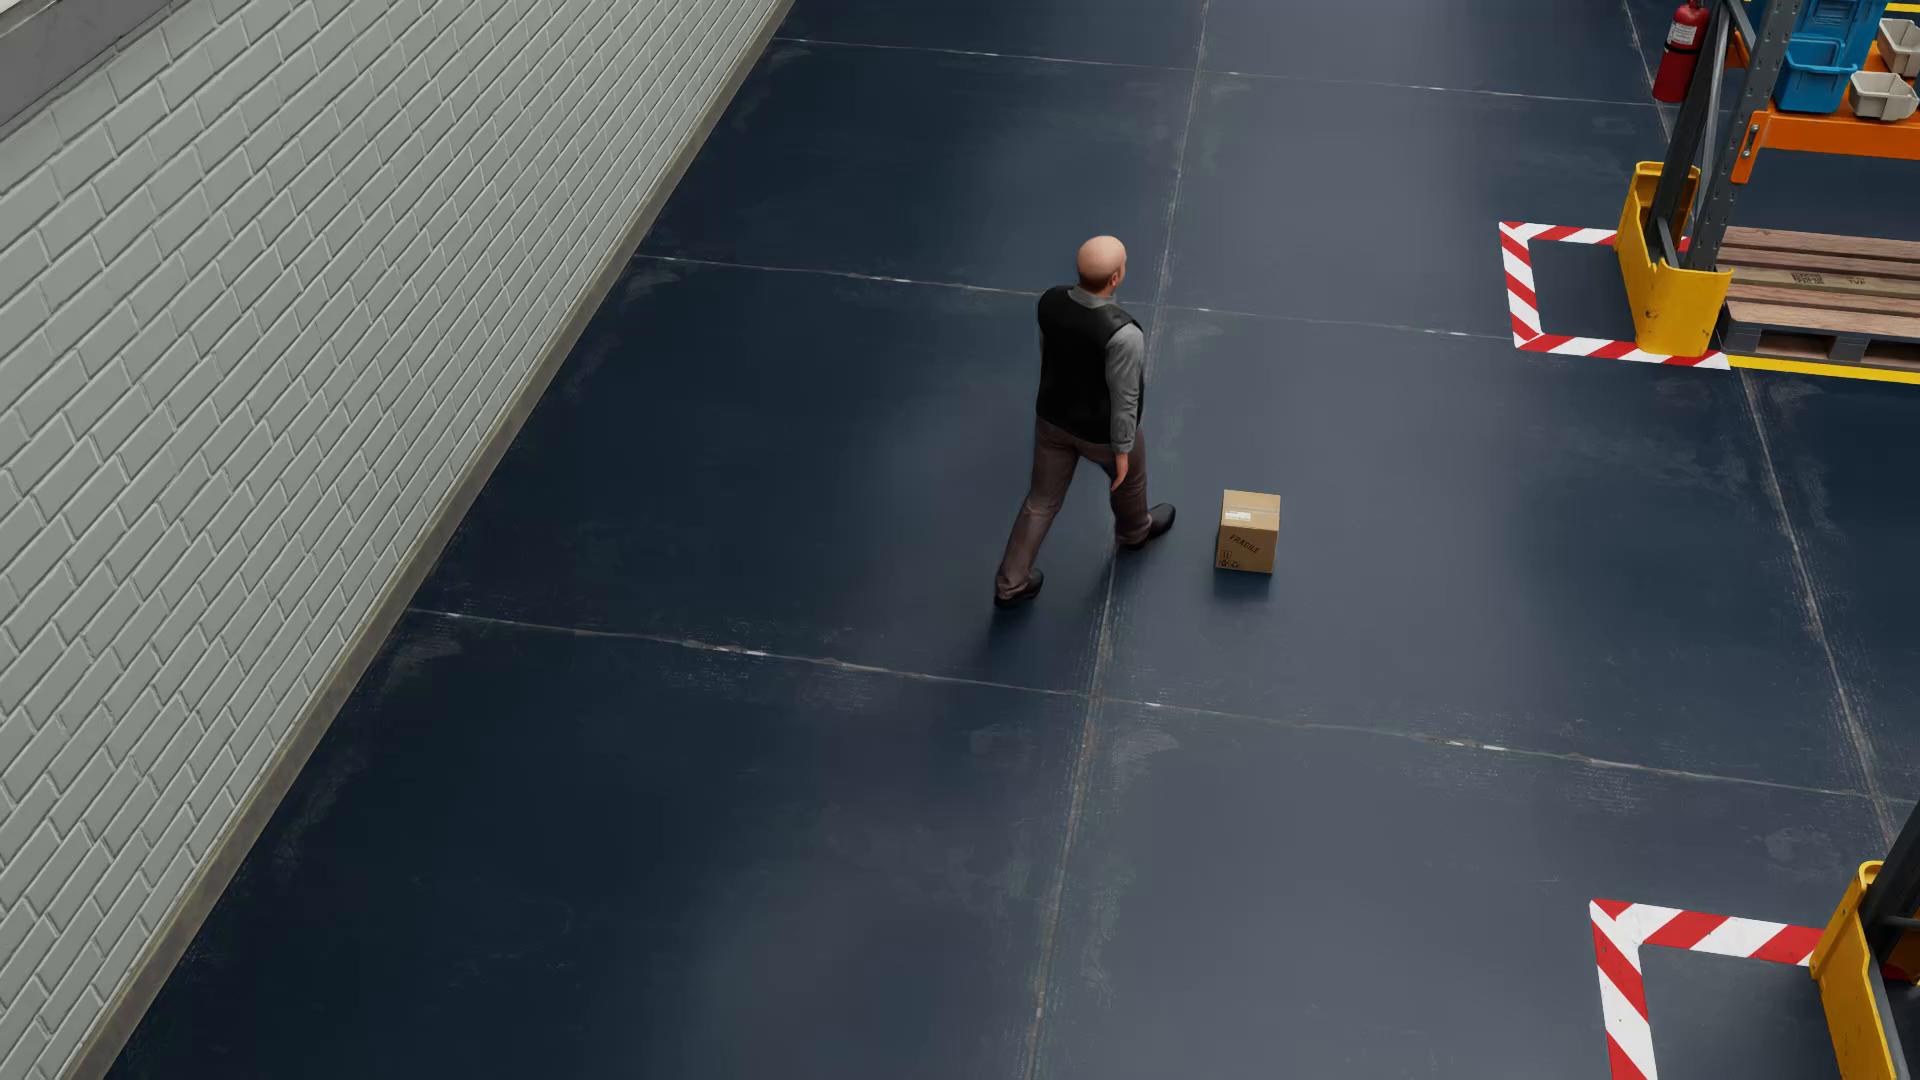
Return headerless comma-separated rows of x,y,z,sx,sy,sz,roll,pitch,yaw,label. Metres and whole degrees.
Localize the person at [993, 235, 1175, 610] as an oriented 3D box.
0.539,-0.509,6.797,0.559,1.685,1.024,26,47,28,person
